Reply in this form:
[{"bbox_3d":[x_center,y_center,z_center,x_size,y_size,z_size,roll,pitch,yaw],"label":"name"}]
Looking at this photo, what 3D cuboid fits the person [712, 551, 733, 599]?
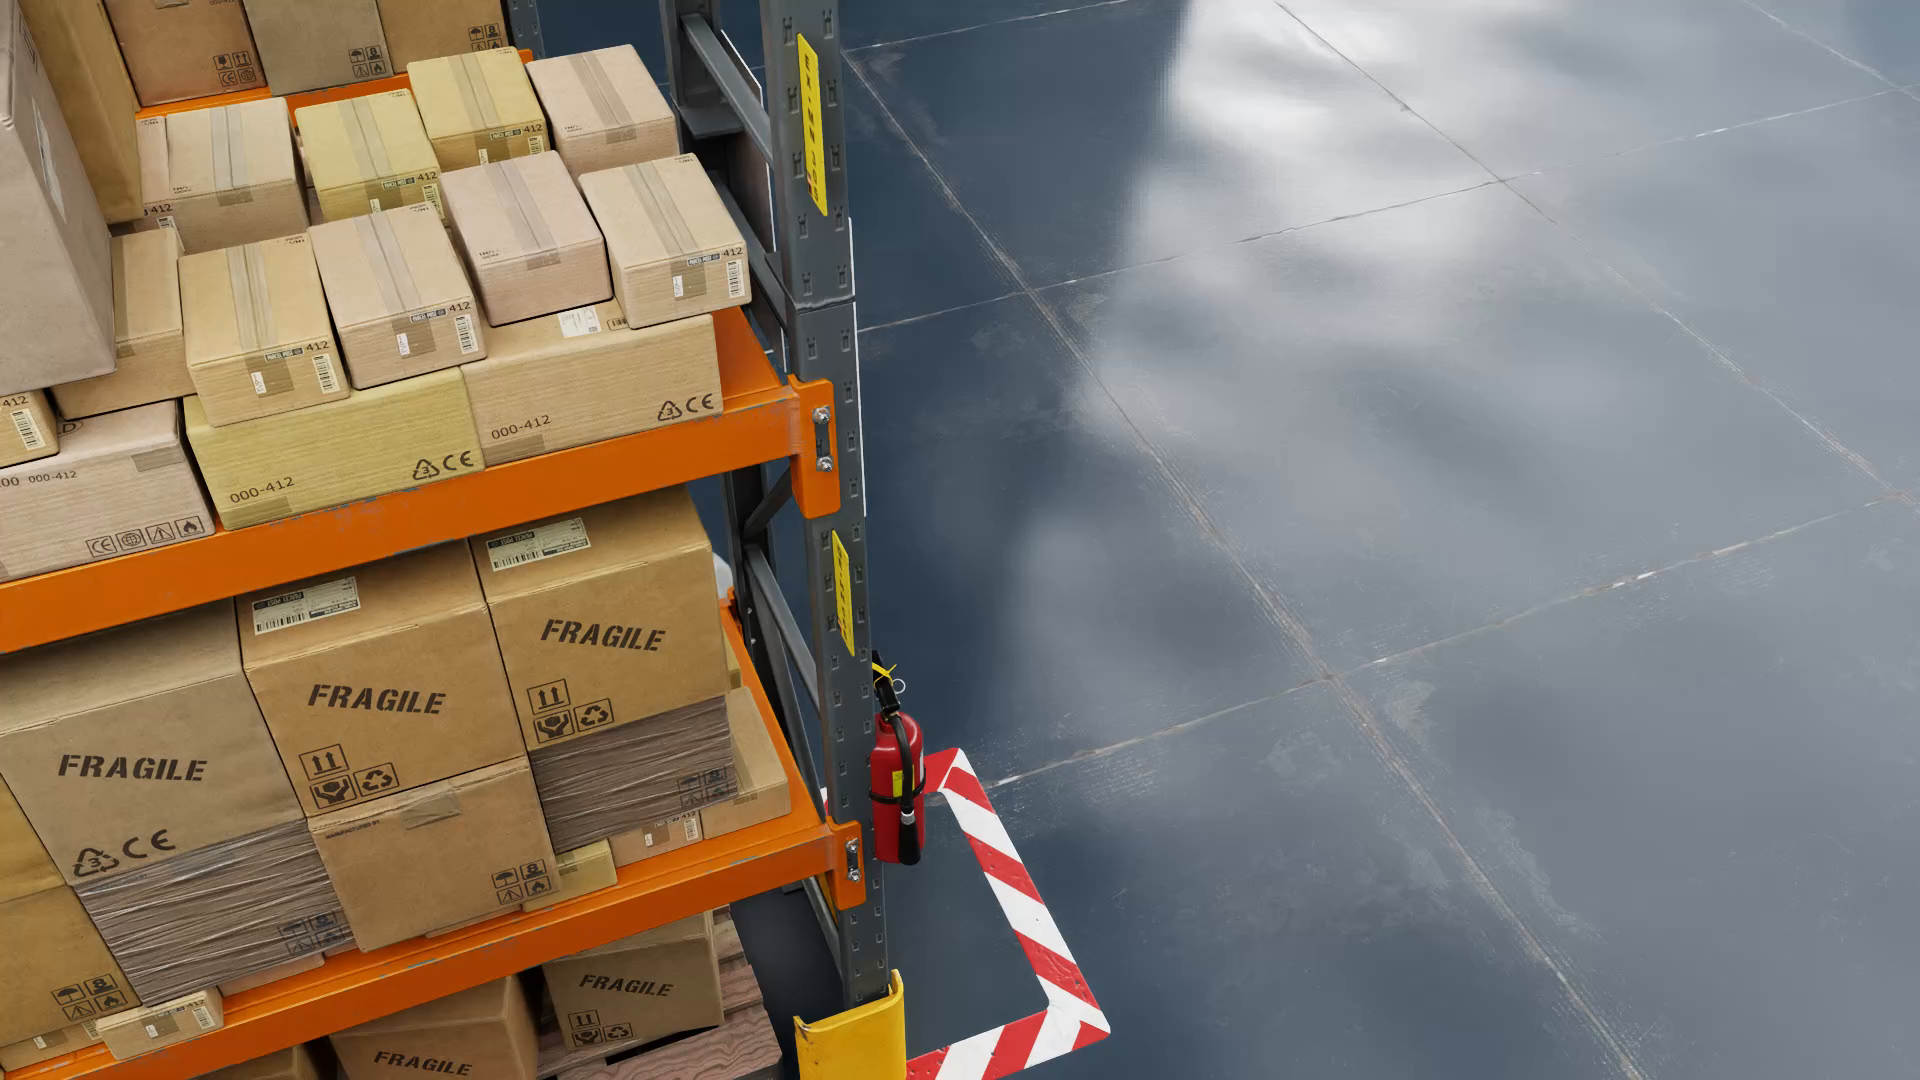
[{"bbox_3d":[-1.254,0.364,6.480,0.870,0.736,0.423,-29,50,-28],"label":"person"}]
